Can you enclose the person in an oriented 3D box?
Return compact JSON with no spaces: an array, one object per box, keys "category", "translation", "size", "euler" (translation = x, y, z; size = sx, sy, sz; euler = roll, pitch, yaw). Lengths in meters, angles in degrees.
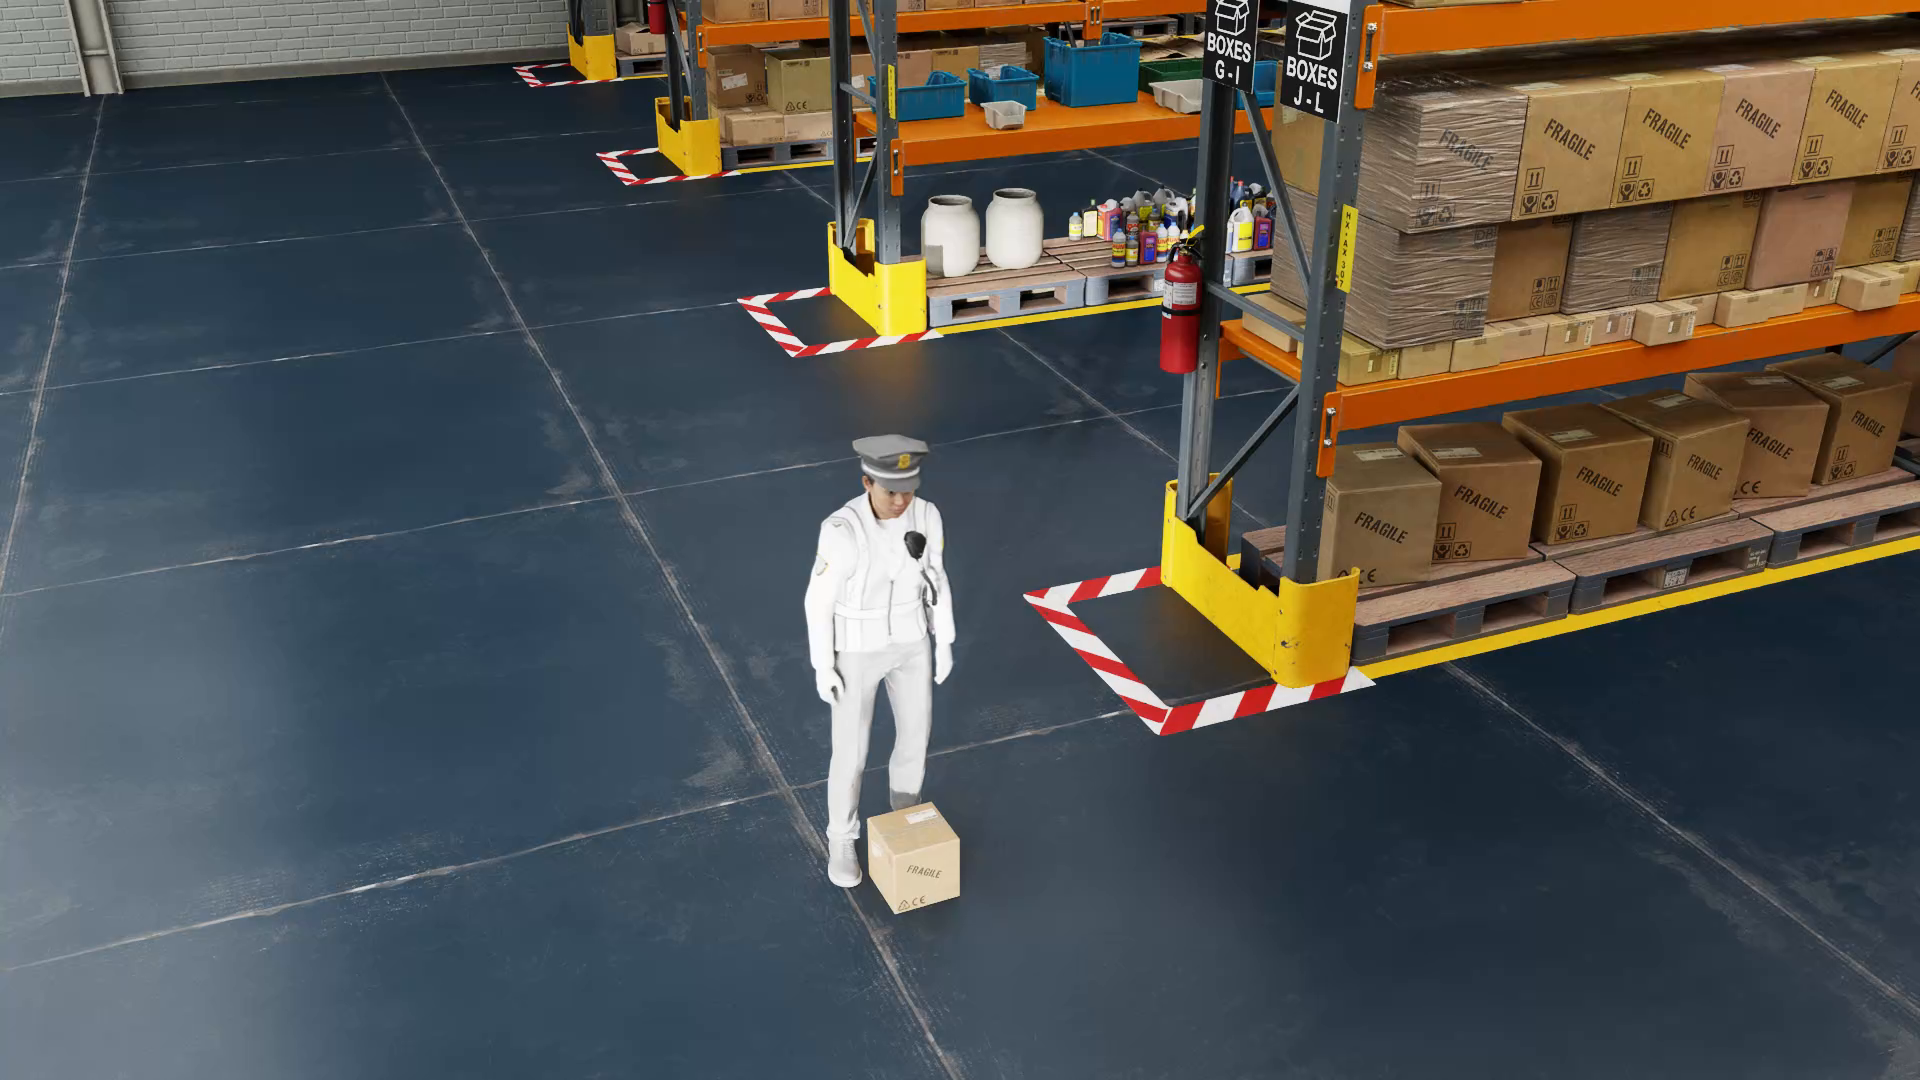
[{"category":"person","translation":[-0.265,0.400,5.793],"size":[0.530,1.663,0.376],"euler":[-11,28,-21]}]
